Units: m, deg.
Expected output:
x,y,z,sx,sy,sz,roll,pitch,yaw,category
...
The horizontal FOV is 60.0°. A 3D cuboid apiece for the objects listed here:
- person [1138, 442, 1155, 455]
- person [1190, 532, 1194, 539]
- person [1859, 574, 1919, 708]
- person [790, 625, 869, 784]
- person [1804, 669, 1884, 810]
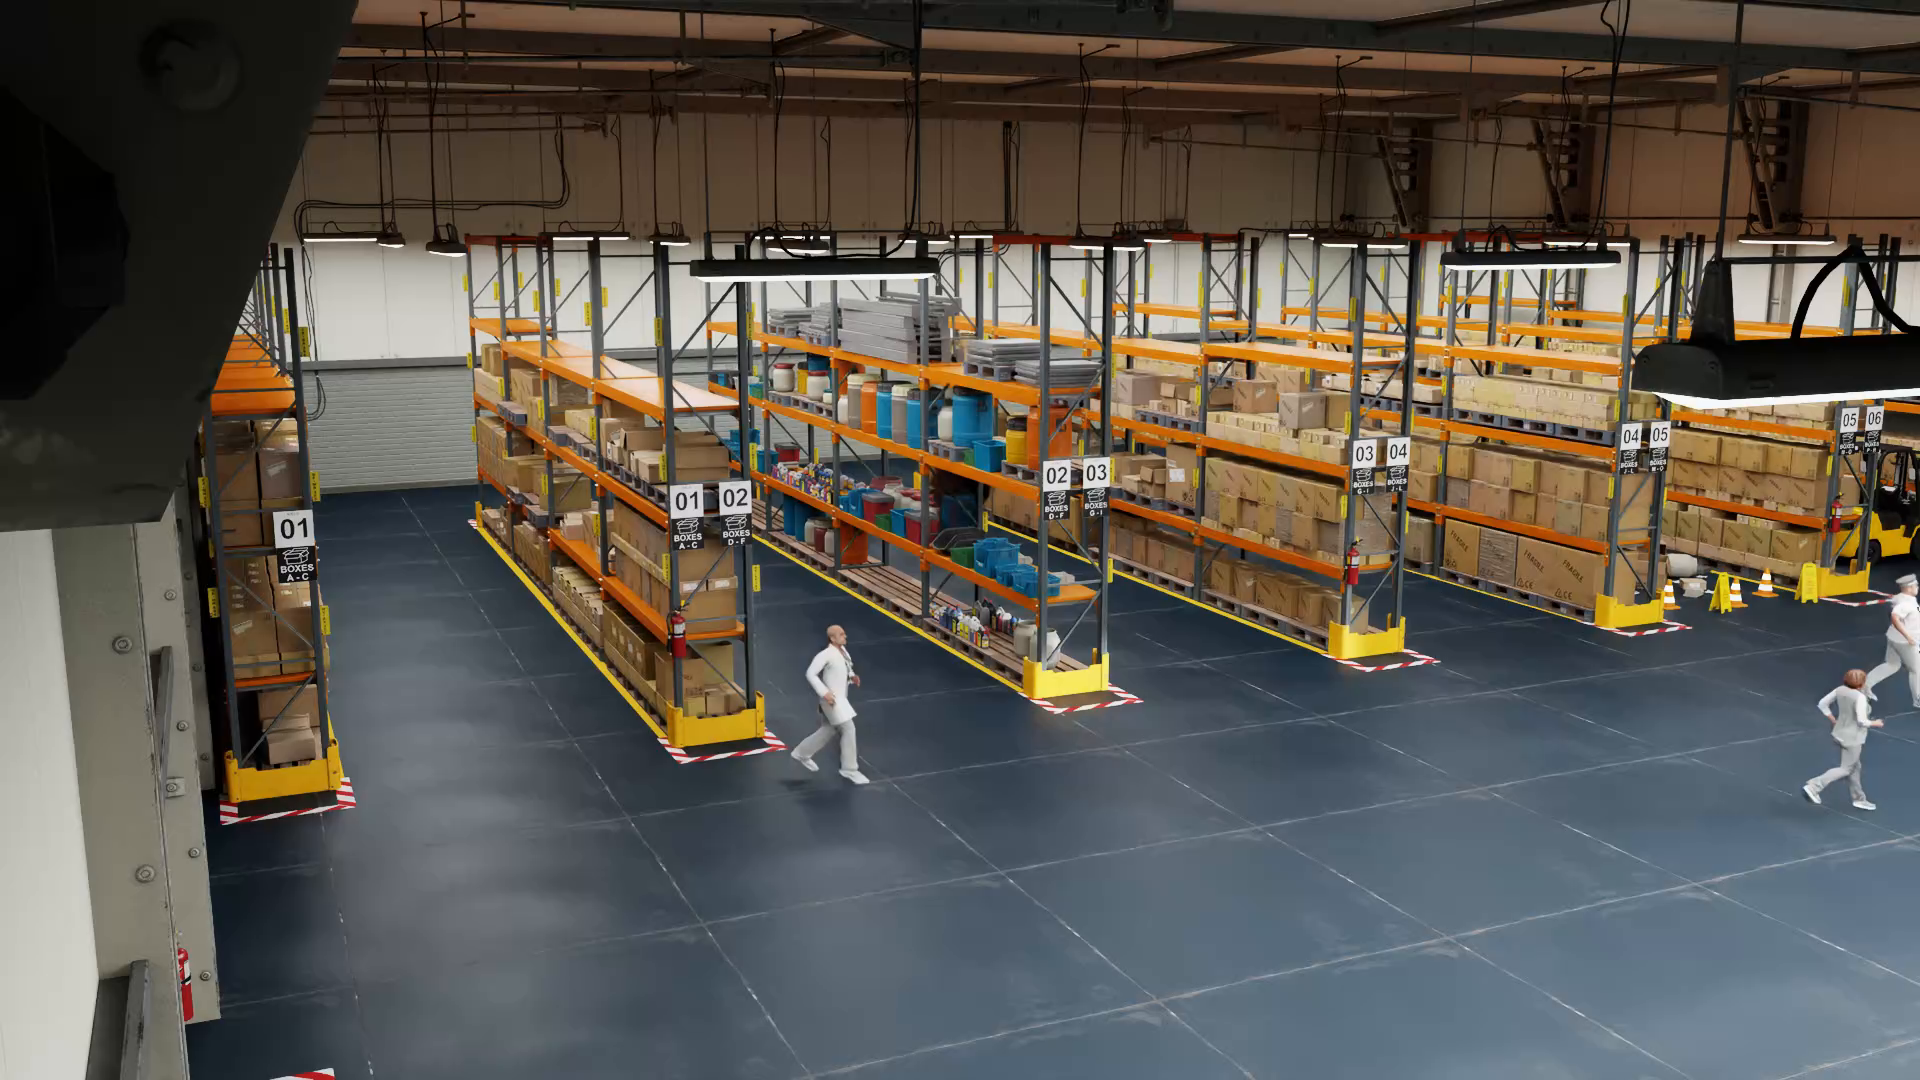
x,y,z,sx,sy,sz,roll,pitch,yaw,category
4.695,-2.496,41.666,0.545,1.650,0.693,6,12,28,person
4.556,-0.712,32.219,0.643,1.742,0.612,-5,12,-24,person
12.258,1.309,21.594,0.988,1.771,0.650,2,11,11,person
-1.480,1.847,18.936,0.948,1.818,0.713,2,11,8,person
9.496,2.149,17.821,0.883,1.593,0.547,-1,11,-5,person
